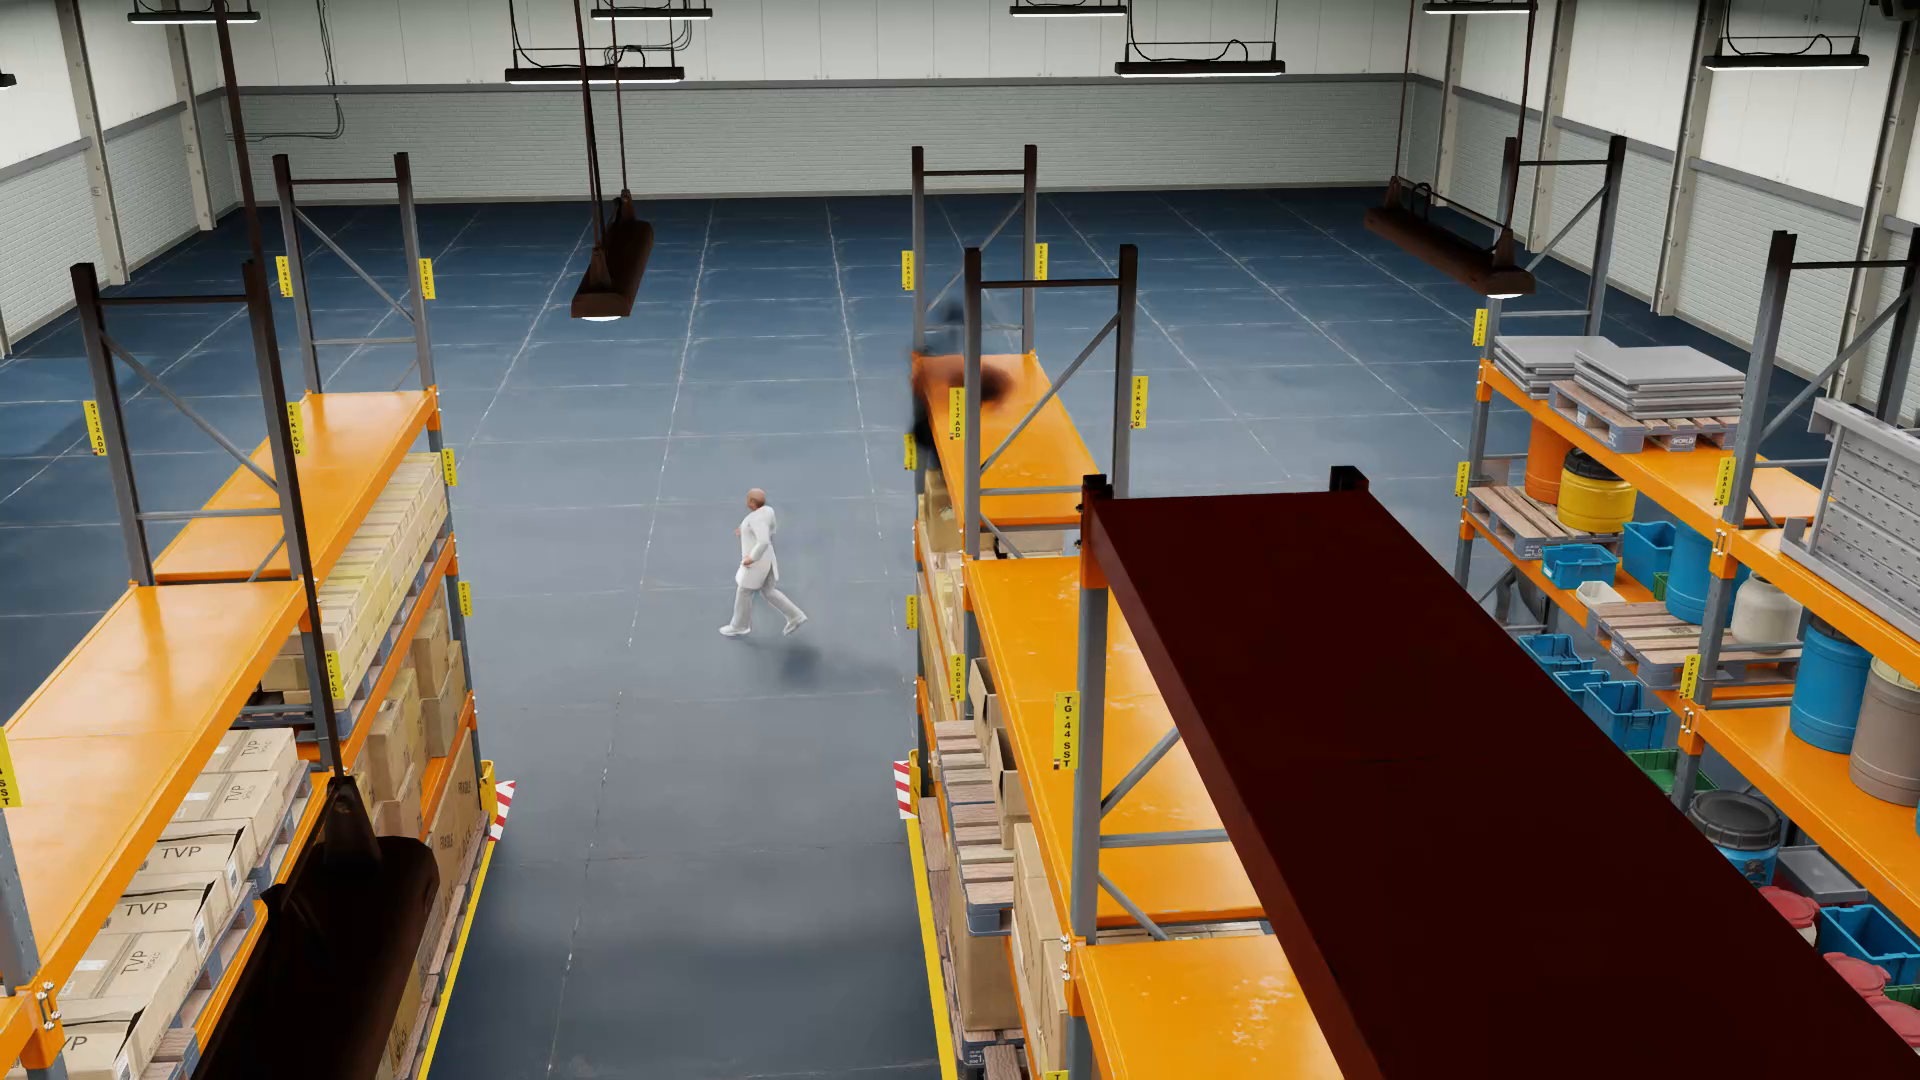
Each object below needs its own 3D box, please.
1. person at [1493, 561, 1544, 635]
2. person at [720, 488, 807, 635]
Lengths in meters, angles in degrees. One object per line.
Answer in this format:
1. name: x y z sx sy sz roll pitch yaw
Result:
1. person: 6.335 0.311 18.611 0.781 1.717 0.549 7 23 17
2. person: -2.214 0.269 18.507 1.060 1.782 0.714 9 23 21
